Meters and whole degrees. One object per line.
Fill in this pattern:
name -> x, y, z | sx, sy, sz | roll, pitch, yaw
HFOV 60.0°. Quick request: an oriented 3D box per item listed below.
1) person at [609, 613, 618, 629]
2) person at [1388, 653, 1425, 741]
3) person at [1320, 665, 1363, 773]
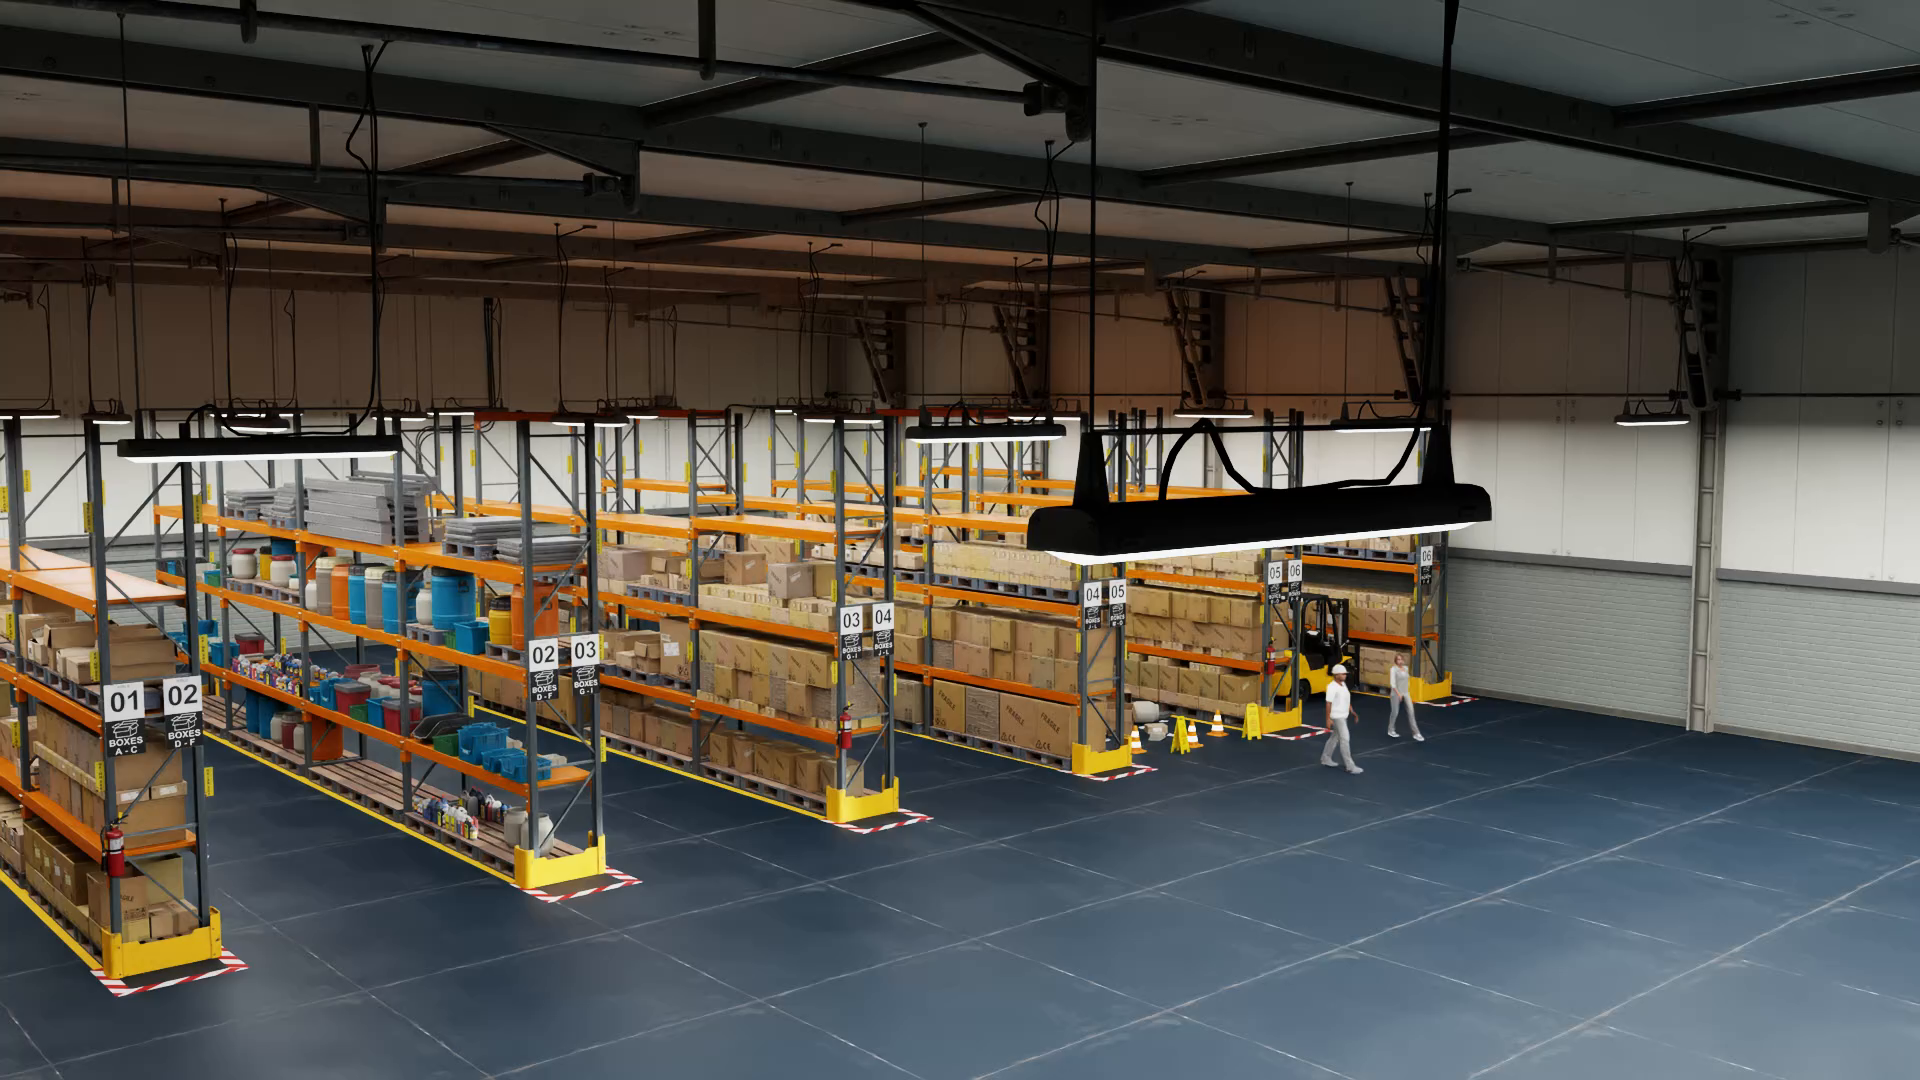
person -> -8.696, 1.882, 41.288 | 0.881, 1.625, 0.489 | -2, 5, -23
person -> 8.122, 2.862, 30.417 | 0.521, 1.577, 0.773 | -1, 5, -11
person -> 6.473, 2.981, 28.024 | 0.810, 1.737, 0.593 | 3, 6, 29
